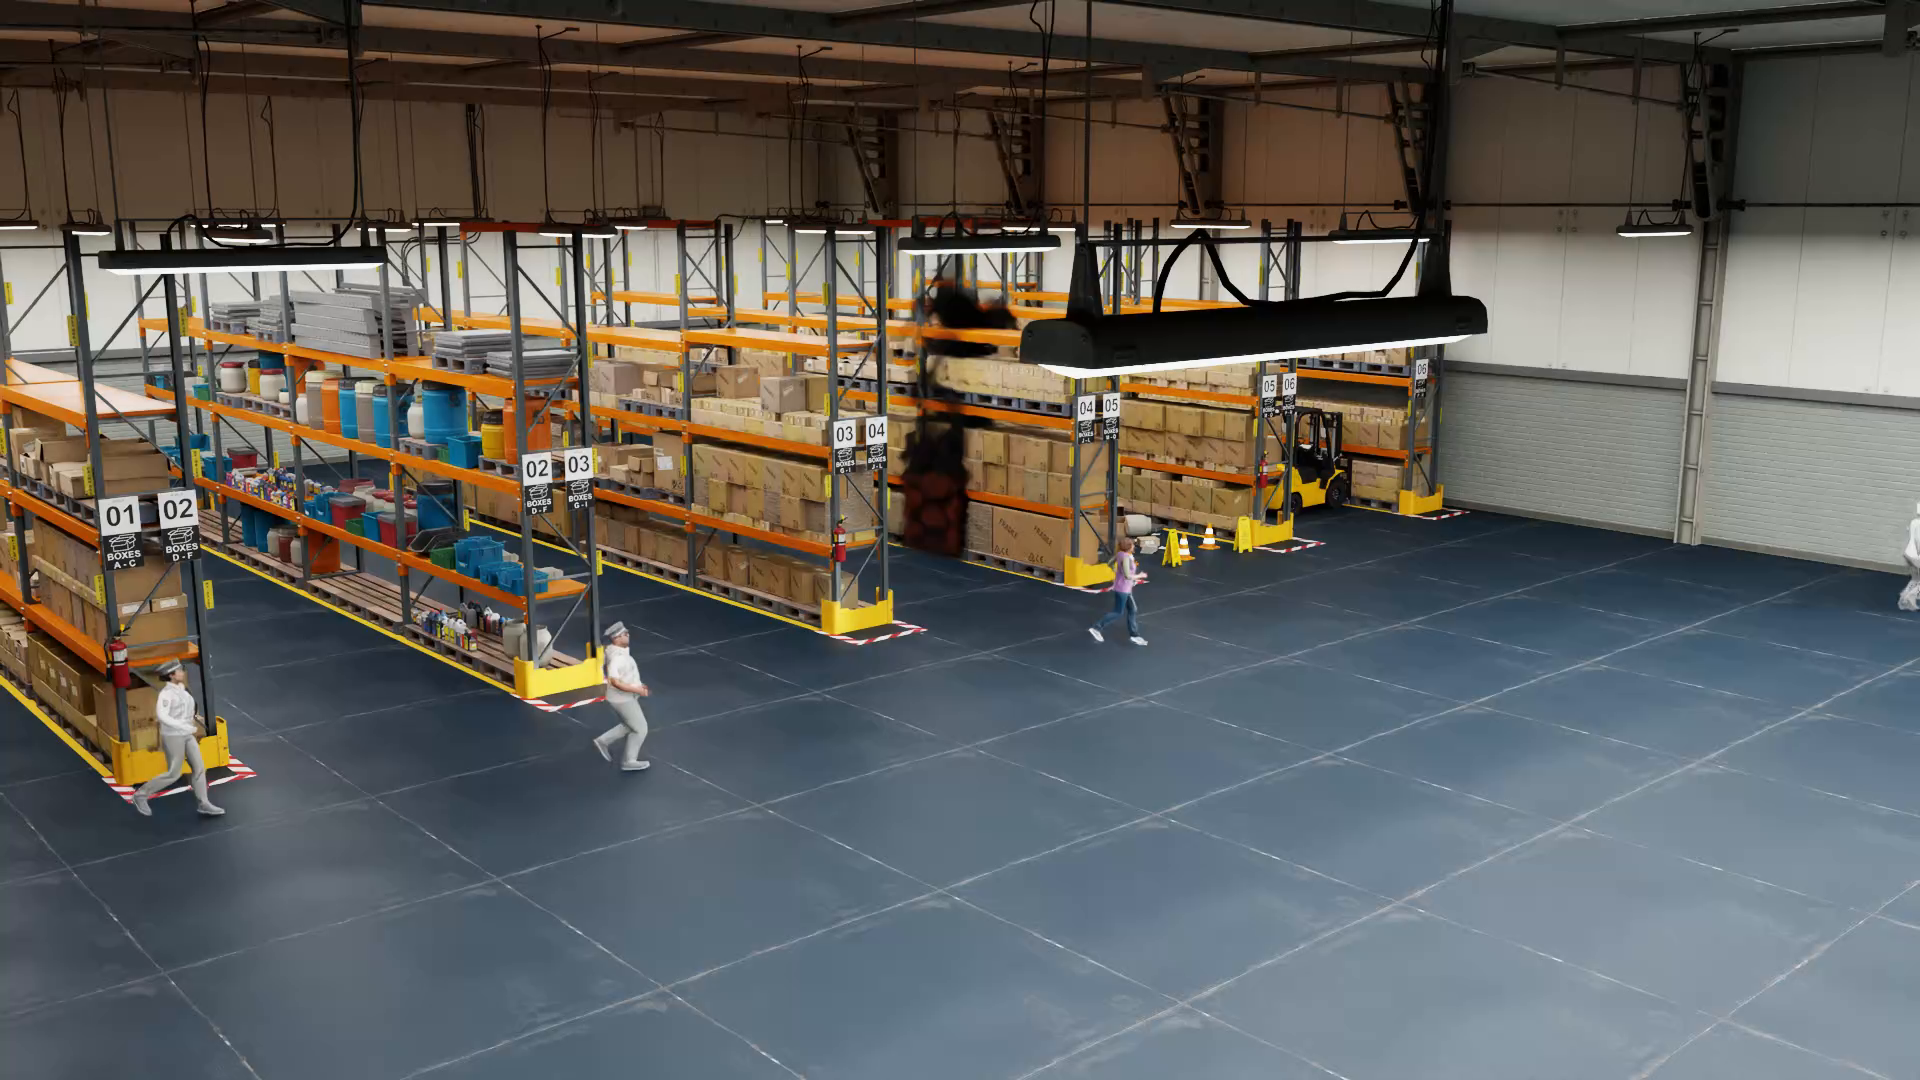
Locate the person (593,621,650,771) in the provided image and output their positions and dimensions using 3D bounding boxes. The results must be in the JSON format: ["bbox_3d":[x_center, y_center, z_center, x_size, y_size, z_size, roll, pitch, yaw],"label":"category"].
[{"bbox_3d":[-3.828,1.760,18.757,0.629,1.730,0.661,-3,12,-17],"label":"person"}]

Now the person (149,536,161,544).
[{"bbox_3d":[-13.401,0.061,27.383,0.708,1.719,0.585,9,15,39],"label":"person"}]

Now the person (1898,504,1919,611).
[{"bbox_3d":[15.173,0.256,26.177,0.601,1.738,0.667,2,12,8],"label":"person"}]

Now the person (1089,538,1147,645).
[{"bbox_3d":[2.302,0.752,24.110,0.885,1.610,0.550,-1,11,-3],"label":"person"}]

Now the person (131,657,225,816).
[{"bbox_3d":[-8.207,2.053,17.469,0.902,1.653,0.674,-1,11,-6],"label":"person"}]
